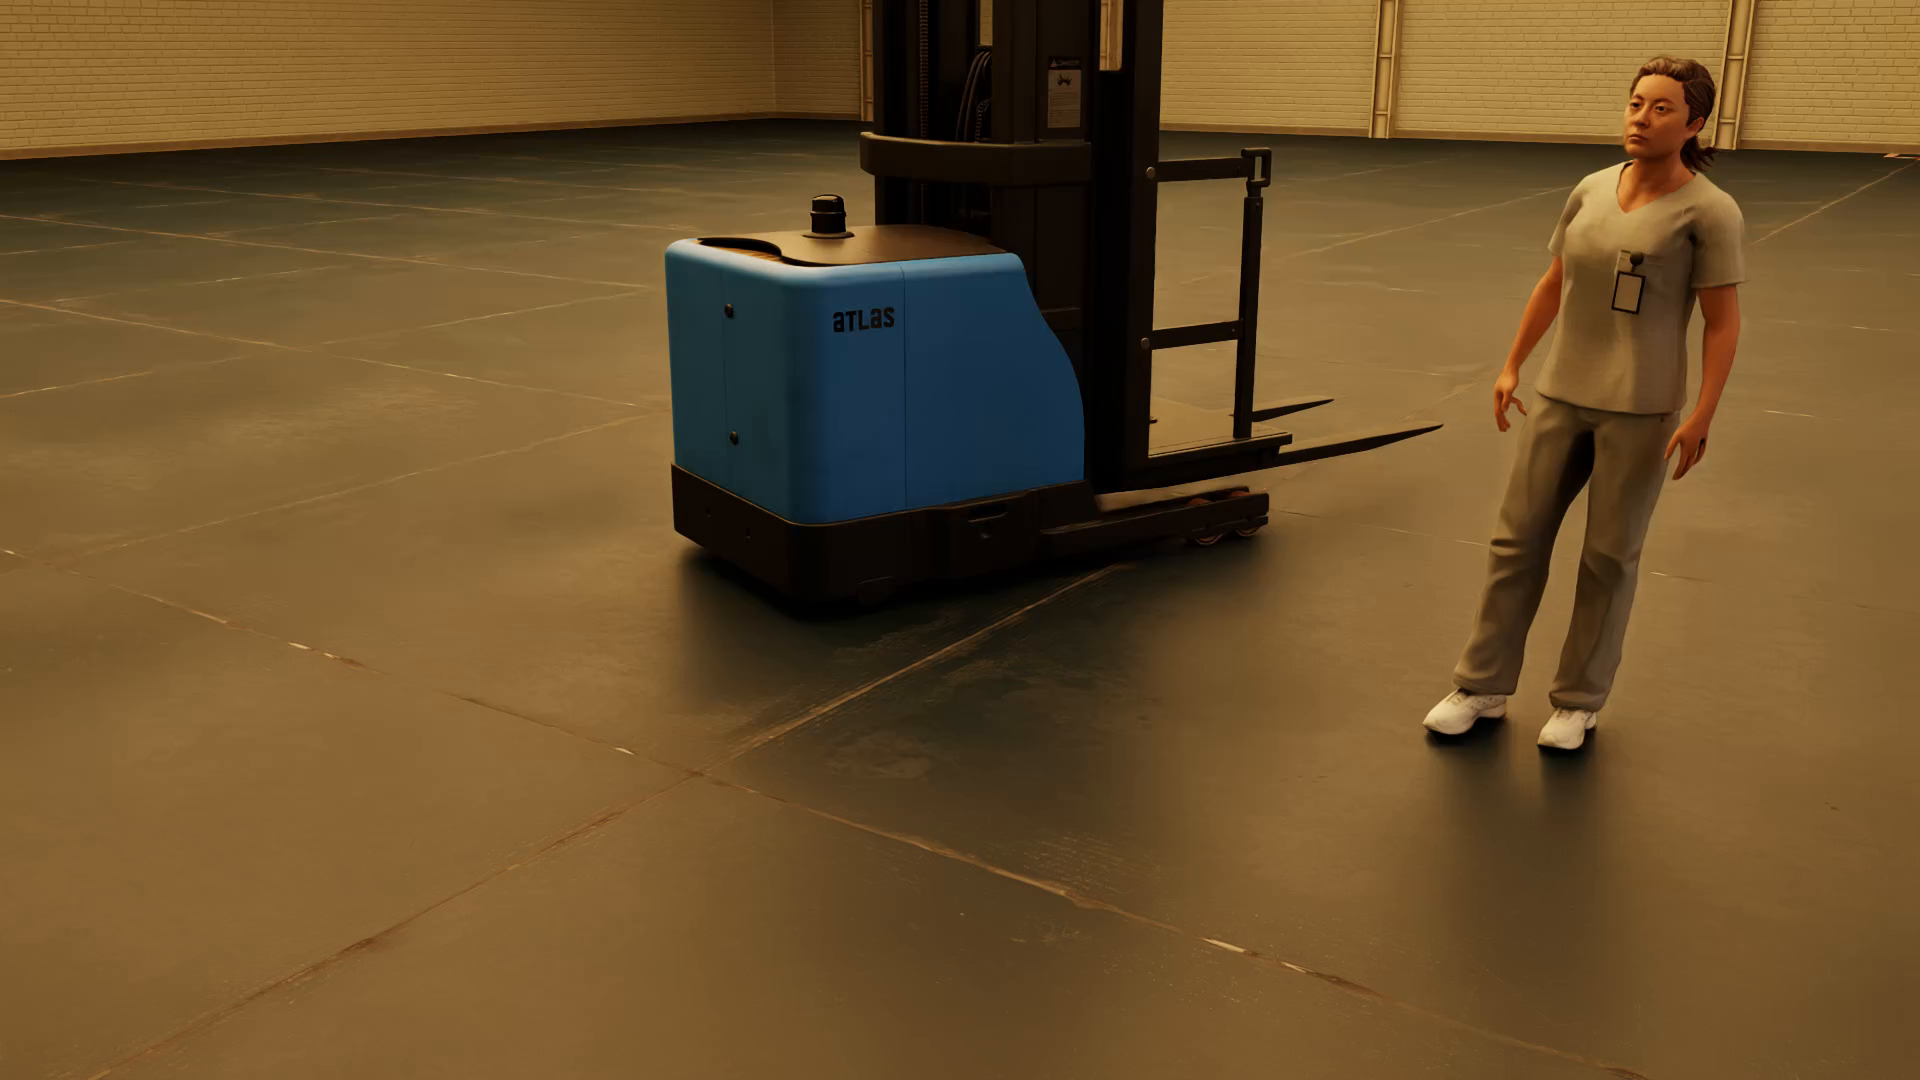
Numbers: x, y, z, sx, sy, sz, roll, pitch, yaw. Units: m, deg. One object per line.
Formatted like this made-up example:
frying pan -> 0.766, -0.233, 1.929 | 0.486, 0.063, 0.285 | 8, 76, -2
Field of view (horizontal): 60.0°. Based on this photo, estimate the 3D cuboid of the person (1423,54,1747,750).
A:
person -> 1.533, -0.303, 4.030 | 0.542, 1.678, 0.555 | -15, 22, -41

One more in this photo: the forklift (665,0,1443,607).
forklift -> 0.510, -1.500, 5.849 | 3.031, 2.935, 1.130 | -11, 20, -32
